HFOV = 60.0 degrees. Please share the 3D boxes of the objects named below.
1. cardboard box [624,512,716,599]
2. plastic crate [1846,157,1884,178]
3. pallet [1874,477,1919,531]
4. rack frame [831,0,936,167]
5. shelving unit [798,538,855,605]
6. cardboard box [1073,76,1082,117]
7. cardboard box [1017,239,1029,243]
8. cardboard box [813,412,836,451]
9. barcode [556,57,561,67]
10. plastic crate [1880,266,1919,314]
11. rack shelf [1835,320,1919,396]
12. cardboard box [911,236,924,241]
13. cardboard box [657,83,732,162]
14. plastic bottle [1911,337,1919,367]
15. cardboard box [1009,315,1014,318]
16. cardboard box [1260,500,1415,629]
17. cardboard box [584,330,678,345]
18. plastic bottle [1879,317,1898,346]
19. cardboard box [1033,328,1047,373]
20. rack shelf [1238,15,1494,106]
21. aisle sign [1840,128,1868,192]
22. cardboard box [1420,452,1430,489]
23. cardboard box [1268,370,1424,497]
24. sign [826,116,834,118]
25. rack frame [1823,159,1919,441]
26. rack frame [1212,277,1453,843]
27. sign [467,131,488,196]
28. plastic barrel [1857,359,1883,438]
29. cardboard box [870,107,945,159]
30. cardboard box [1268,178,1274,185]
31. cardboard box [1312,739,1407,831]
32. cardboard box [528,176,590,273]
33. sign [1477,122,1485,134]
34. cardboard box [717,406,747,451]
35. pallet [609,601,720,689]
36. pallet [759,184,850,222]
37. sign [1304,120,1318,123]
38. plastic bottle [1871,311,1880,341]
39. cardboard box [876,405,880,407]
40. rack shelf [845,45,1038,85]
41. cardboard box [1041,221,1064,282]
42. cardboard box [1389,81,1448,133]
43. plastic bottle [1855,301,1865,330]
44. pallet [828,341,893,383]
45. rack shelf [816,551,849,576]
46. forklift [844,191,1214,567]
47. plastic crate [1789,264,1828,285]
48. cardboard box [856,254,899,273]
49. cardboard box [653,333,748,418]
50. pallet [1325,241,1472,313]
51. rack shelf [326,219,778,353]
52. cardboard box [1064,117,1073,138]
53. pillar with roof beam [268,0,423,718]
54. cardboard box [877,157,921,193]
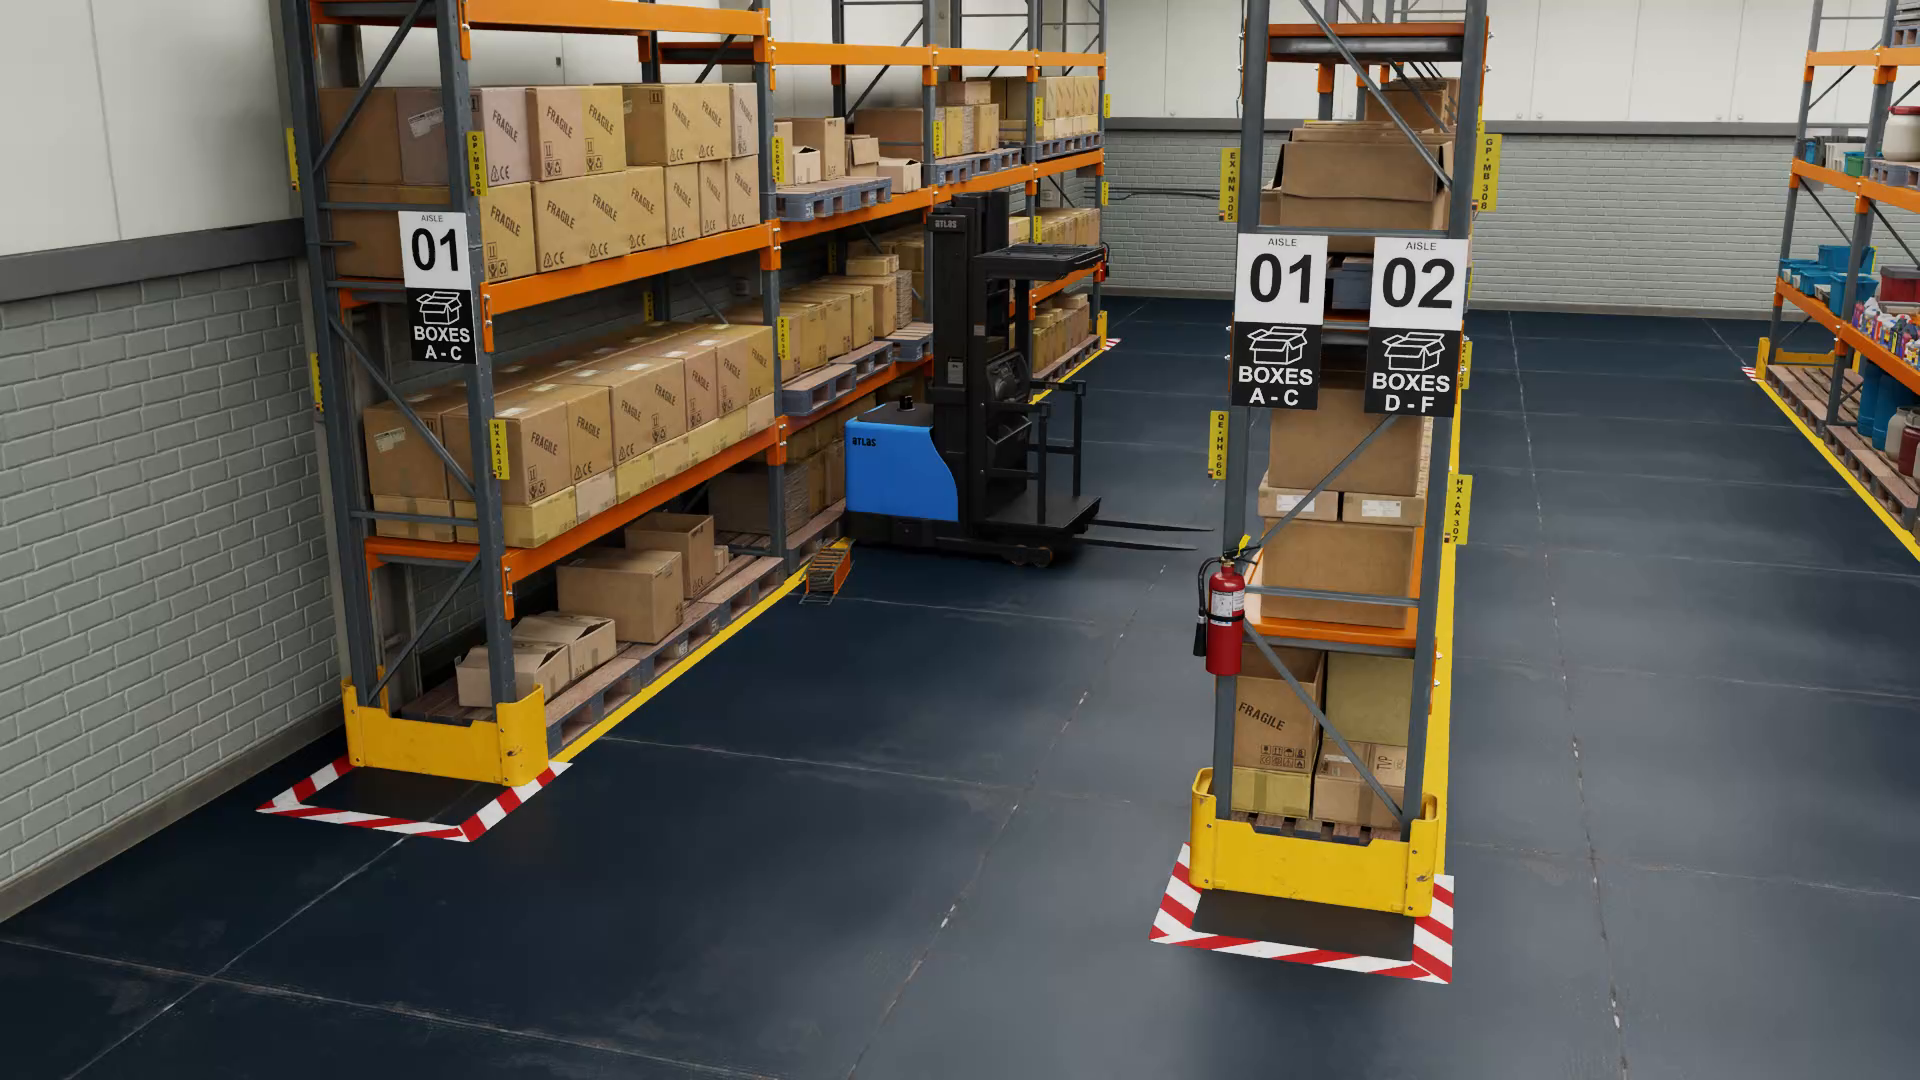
[{"bbox_3d":[-2.126,0.106,12.232,0.500,0.500,0.500,3,16,12],"label":"cardboard box"},{"bbox_3d":[9.733,-3.959,17.683,0.450,0.188,0.662,5,16,16],"label":"plastic crate"},{"bbox_3d":[8.950,-0.305,15.020,1.003,0.211,1.213,5,16,16],"label":"pallet"},{"bbox_3d":[-0.733,-5.092,15.790,1.000,3.000,0.127,5,16,16],"label":"rack frame"},{"bbox_3d":[-1.043,0.240,13.126,0.258,0.189,1.200,2,16,6],"label":"shelving unit"},{"bbox_3d":[1.301,-5.801,21.734,0.500,0.500,0.500,4,16,13],"label":"cardboard box"},{"bbox_3d":[0.514,-3.313,19.747,0.500,0.500,0.500,4,16,15],"label":"cardboard box"},{"bbox_3d":[-1.410,-0.975,14.670,0.500,0.250,0.500,4,16,14],"label":"cardboard box"},{"bbox_3d":[-2.677,-3.186,11.086,0.001,0.075,0.075,5,16,16],"label":"barcode"},{"bbox_3d":[10.396,-2.758,18.328,0.402,0.464,0.583,5,16,16],"label":"plastic crate"},{"bbox_3d":[9.334,-1.615,15.843,1.077,0.370,4.000,5,16,16],"label":"rack shelf"},{"bbox_3d":[-0.205,-3.007,17.294,0.500,0.250,0.500,4,16,15],"label":"cardboard box"},{"bbox_3d":[-1.899,-2.844,11.310,0.500,0.500,0.500,6,17,19],"label":"cardboard box"},{"bbox_3d":[8.698,-1.706,15.081,0.097,0.271,0.097,0,16,0],"label":"plastic bottle"},{"bbox_3d":[0.705,-2.936,21.806,0.380,0.149,0.250,4,16,14],"label":"cardboard box"},{"bbox_3d":[1.889,0.101,8.292,0.700,0.500,0.500,5,16,16],"label":"cardboard box"},{"bbox_3d":[-2.354,-1.216,11.982,0.500,0.500,0.500,5,16,16],"label":"cardboard box"},{"bbox_3d":[9.076,-2.030,16.216,0.152,0.276,0.135,5,16,16],"label":"plastic bottle"},{"bbox_3d":[0.715,-2.439,21.244,0.700,0.500,0.500,5,17,17],"label":"cardboard box"},{"bbox_3d":[2.312,-2.600,9.058,1.077,0.370,4.000,5,16,16],"label":"rack shelf"},{"bbox_3d":[11.340,-4.777,20.911,0.394,0.787,0.004,5,16,16],"label":"aisle sign"},{"bbox_3d":[2.280,-0.376,8.786,0.380,0.149,0.250,4,16,15],"label":"cardboard box"},{"bbox_3d":[1.904,-0.537,8.164,0.700,0.500,0.500,5,16,16],"label":"cardboard box"},{"bbox_3d":[-1.263,-3.981,16.278,0.100,0.325,0.005,5,16,16],"label":"sign"},{"bbox_3d":[9.902,-2.484,17.590,1.000,3.000,0.127,5,16,16],"label":"rack frame"},{"bbox_3d":[1.744,0.270,7.879,1.000,3.000,0.127,5,16,16],"label":"rack frame"},{"bbox_3d":[-2.486,-1.934,8.553,0.100,0.325,0.005,5,16,16],"label":"sign"},{"bbox_3d":[9.731,-1.536,17.322,0.600,0.901,0.708,5,16,16],"label":"plastic barrel"},{"bbox_3d":[-0.550,-4.183,17.092,0.700,0.500,0.500,4,16,13],"label":"cardboard box"},{"bbox_3d":[1.976,-1.866,9.053,0.500,0.311,0.500,7,17,22],"label":"cardboard box"},{"bbox_3d":[2.110,1.268,8.631,0.500,0.250,0.500,5,16,16],"label":"cardboard box"},{"bbox_3d":[-2.485,-1.819,9.530,0.500,0.500,0.500,6,17,20],"label":"cardboard box"},{"bbox_3d":[4.547,-3.507,14.608,0.100,0.325,0.005,5,16,16],"label":"sign"},{"bbox_3d":[-1.863,-0.820,11.960,0.500,0.250,0.500,5,17,16],"label":"cardboard box"},{"bbox_3d":[-2.372,0.681,11.542,1.003,0.211,1.213,5,16,16],"label":"pallet"},{"bbox_3d":[-1.592,-2.665,13.076,1.213,0.211,1.003,5,16,16],"label":"pallet"},{"bbox_3d":[2.358,-2.659,11.185,0.100,0.325,0.005,5,16,16],"label":"sign"},{"bbox_3d":[9.137,-2.133,16.565,0.061,0.283,0.133,5,16,16],"label":"plastic bottle"},{"bbox_3d":[-0.888,-1.022,16.212,0.700,0.500,0.500,5,17,17],"label":"cardboard box"},{"bbox_3d":[-0.165,-5.077,17.788,1.077,0.370,4.000,5,16,16],"label":"rack shelf"},{"bbox_3d":[0.786,-3.728,21.425,0.980,0.700,0.700,4,16,14],"label":"cardboard box"},{"bbox_3d":[4.148,-3.908,15.099,0.500,0.500,0.500,5,16,16],"label":"cardboard box"},{"bbox_3d":[9.351,-2.330,17.261,0.061,0.283,0.133,5,16,16],"label":"plastic bottle"},{"bbox_3d":[-1.256,-1.592,14.798,1.003,0.211,1.213,5,16,16],"label":"pallet"},{"bbox_3d":[-1.024,0.188,13.313,0.258,0.180,0.103,2,16,6],"label":"rack shelf"},{"bbox_3d":[0.585,-1.350,13.717,3.031,2.935,1.130,6,17,20],"label":"forklift"},{"bbox_3d":[10.466,-3.268,20.549,0.416,0.233,0.300,5,16,16],"label":"plastic crate"},{"bbox_3d":[-0.802,-2.685,16.120,0.380,0.149,0.250,2,16,9],"label":"cardboard box"},{"bbox_3d":[-1.844,-1.179,11.852,0.500,0.500,0.500,5,16,16],"label":"cardboard box"},{"bbox_3d":[1.970,-1.313,8.127,1.003,0.211,1.213,5,16,16],"label":"pallet"},{"bbox_3d":[-2.438,-1.733,10.764,1.077,0.370,4.000,5,16,16],"label":"rack shelf"},{"bbox_3d":[1.150,-5.301,21.345,0.500,0.250,0.500,4,16,14],"label":"cardboard box"},{"bbox_3d":[0.491,-2.915,8.116,9.100,9.000,0.400,5,16,16],"label":"pillar with roof beam"},{"bbox_3d":[-0.679,-3.406,15.471,0.500,0.311,0.500,5,16,16],"label":"cardboard box"}]
